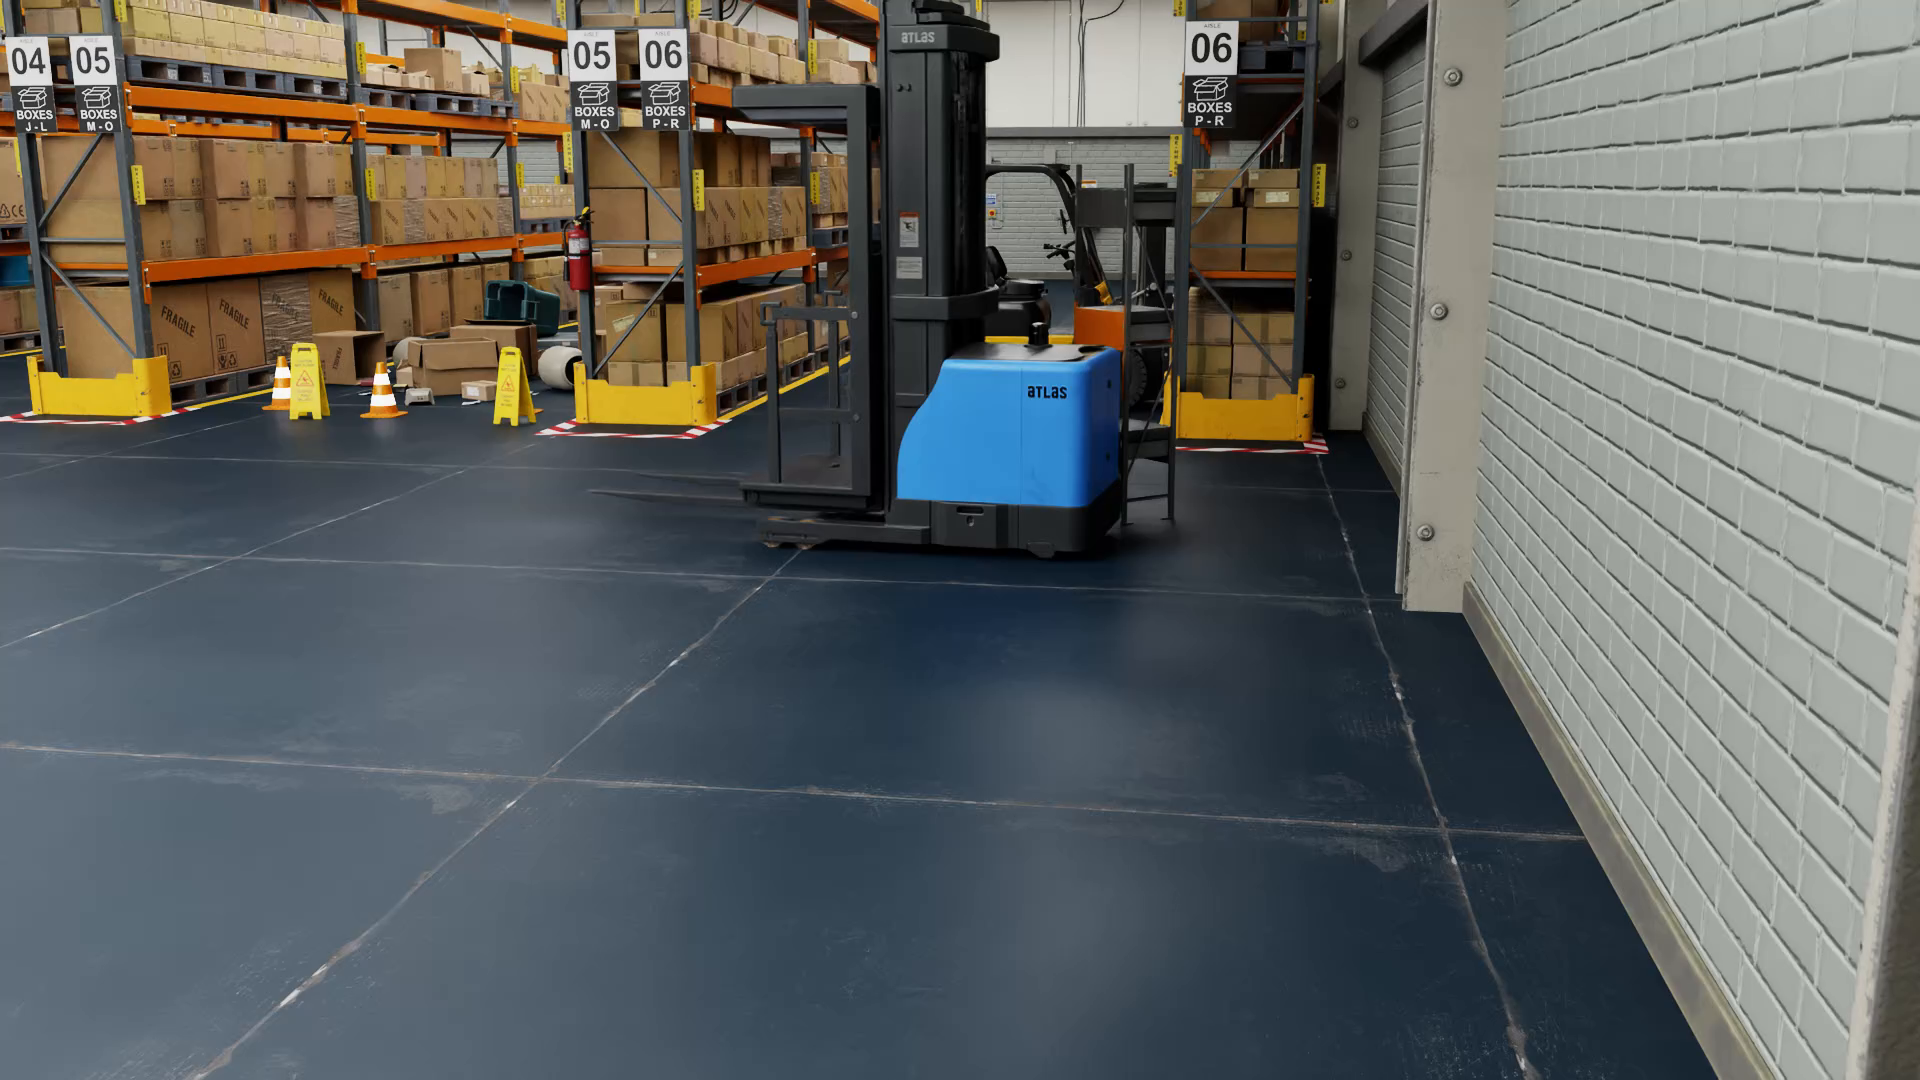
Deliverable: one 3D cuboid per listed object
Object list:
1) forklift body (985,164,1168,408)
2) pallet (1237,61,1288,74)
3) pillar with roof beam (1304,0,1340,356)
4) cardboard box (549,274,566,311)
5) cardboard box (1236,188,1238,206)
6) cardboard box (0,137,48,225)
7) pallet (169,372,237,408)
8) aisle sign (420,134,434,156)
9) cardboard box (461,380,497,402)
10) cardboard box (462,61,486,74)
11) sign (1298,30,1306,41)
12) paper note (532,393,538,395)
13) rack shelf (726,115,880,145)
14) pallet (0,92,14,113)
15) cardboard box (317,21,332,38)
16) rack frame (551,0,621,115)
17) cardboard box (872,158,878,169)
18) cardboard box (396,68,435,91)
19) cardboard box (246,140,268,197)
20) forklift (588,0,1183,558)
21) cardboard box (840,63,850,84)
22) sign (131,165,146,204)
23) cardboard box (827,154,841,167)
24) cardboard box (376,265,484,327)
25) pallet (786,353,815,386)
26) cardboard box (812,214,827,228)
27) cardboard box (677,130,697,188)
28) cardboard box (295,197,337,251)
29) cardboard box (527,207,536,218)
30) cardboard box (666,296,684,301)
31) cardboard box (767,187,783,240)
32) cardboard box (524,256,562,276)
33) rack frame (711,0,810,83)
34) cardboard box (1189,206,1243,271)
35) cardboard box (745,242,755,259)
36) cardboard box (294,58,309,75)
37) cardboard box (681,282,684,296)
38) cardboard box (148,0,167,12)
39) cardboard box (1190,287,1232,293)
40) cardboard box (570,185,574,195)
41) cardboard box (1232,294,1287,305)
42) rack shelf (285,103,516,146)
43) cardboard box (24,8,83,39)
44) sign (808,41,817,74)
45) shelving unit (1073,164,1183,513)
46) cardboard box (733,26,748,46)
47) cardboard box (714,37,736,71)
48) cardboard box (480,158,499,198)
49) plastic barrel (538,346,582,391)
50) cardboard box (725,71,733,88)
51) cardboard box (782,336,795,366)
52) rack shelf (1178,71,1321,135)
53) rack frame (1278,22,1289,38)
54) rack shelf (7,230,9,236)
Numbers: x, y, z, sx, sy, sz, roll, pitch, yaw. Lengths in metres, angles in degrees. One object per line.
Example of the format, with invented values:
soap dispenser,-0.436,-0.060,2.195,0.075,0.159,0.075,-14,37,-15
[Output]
forklift body,0.713,-2.339,15.242,2.313,2.155,1.214,2,12,9
pallet,2.543,-4.124,14.601,1.003,0.211,1.213,2,12,9
pillar with roof beam,-0.109,-6.737,19.395,9.100,9.000,0.400,2,12,9
cardboard box,-5.923,-3.492,23.514,0.500,0.500,0.500,2,12,9
cardboard box,2.160,-2.905,14.076,0.380,0.149,0.250,2,12,8
cardboard box,-11.598,-4.274,19.782,1.000,1.000,1.000,2,12,9
pallet,-7.542,-1.405,15.514,1.003,0.211,1.213,2,12,9
aisle sign,-9.705,-7.388,30.485,0.394,0.787,0.004,2,12,9
cardboard box,-4.476,-1.405,15.659,0.380,0.149,0.250,10,15,38
cardboard box,-6.552,-6.247,22.186,0.396,0.266,0.258,2,12,9
sign,3.388,-4.873,16.450,0.100,0.325,0.005,2,12,9
paper note,-4.080,-1.407,15.999,0.032,0.001,0.123,2,12,9
rack shelf,-1.759,-4.824,19.345,1.077,0.370,4.000,2,12,9
pallet,-11.658,-5.114,19.427,1.213,0.211,1.003,2,12,9
cardboard box,-6.753,-5.281,17.226,0.380,0.149,0.250,2,12,8
rack frame,-5.743,-8.030,25.395,1.000,3.000,0.127,2,12,9
cardboard box,-1.134,-4.758,21.841,0.500,0.500,0.500,1,12,7
cardboard box,-6.476,-5.470,19.719,0.396,0.266,0.258,2,12,9
cardboard box,-7.326,-3.621,16.256,0.875,0.550,0.500,2,12,9
forklift,-0.476,-1.511,9.547,3.284,2.935,1.453,3,13,15
cardboard box,-1.503,-5.106,18.303,0.500,0.250,0.500,2,12,8
sign,-7.041,-3.042,14.248,0.100,0.325,0.005,2,12,9
cardboard box,-1.579,-4.326,18.965,0.380,0.149,0.250,3,12,12
cardboard box,-6.671,-3.065,20.937,1.050,0.750,0.750,2,12,10
pallet,-2.135,-1.789,17.293,1.003,0.211,1.213,2,12,9
cardboard box,-1.669,-3.480,18.122,0.380,0.149,0.250,2,12,9
cardboard box,-2.733,-3.362,14.657,0.700,0.500,0.500,2,12,9
cardboard box,-7.080,-3.313,17.391,0.875,0.550,0.550,2,12,9
cardboard box,-6.048,-4.490,22.807,0.380,0.149,0.250,2,12,11
cardboard box,-2.739,-1.972,15.274,0.500,0.500,0.500,2,12,11
cardboard box,-2.036,-3.171,16.145,0.500,0.500,0.500,2,12,10
cardboard box,-5.934,-3.856,23.423,0.500,0.250,0.500,2,12,8
rack frame,-2.066,-6.226,17.021,1.000,3.000,0.127,2,12,9
cardboard box,2.040,-2.460,13.551,0.500,0.500,0.500,2,12,7
cardboard box,-2.137,-2.724,15.611,0.380,0.149,0.250,2,12,7
cardboard box,-6.829,-4.784,16.816,0.380,0.149,0.250,2,12,9
cardboard box,-2.742,-2.366,15.562,0.380,0.149,0.250,2,12,11
cardboard box,-7.183,-4.698,14.524,0.380,0.149,0.250,2,12,9
cardboard box,2.455,-2.392,16.631,0.500,0.250,0.500,2,12,8
cardboard box,-5.813,-5.110,24.271,0.380,0.149,0.250,1,12,6
cardboard box,2.800,-2.163,15.568,0.500,0.250,0.500,2,12,9
rack shelf,-6.665,-4.963,19.992,1.077,0.370,4.000,2,12,9
cardboard box,-7.789,-4.503,14.565,0.500,0.250,0.500,2,12,9
sign,-1.529,-4.996,17.209,0.100,0.325,0.005,2,12,9
shelving unit,0.992,-1.179,9.980,0.431,2.100,0.499,-8,14,-32
cardboard box,-2.126,-4.520,14.932,0.380,0.149,0.250,2,12,10
cardboard box,-2.254,-4.199,14.389,0.500,0.250,0.500,2,12,8
cardboard box,-6.437,-4.710,21.616,0.700,0.500,0.500,2,12,8
plastic barrel,-3.860,-1.680,16.284,0.421,0.421,0.512,-10,16,-40
cardboard box,-2.232,-4.082,14.790,0.380,0.149,0.250,1,12,7
cardboard box,-1.964,-1.911,16.772,0.500,0.250,0.500,2,12,7
rack shelf,2.531,-3.831,14.739,1.077,0.370,4.000,2,12,9
rack frame,2.836,-6.066,16.279,0.949,2.616,0.053,2,12,9
rack shelf,-15.830,-4.672,25.759,1.077,0.370,4.000,2,12,9
